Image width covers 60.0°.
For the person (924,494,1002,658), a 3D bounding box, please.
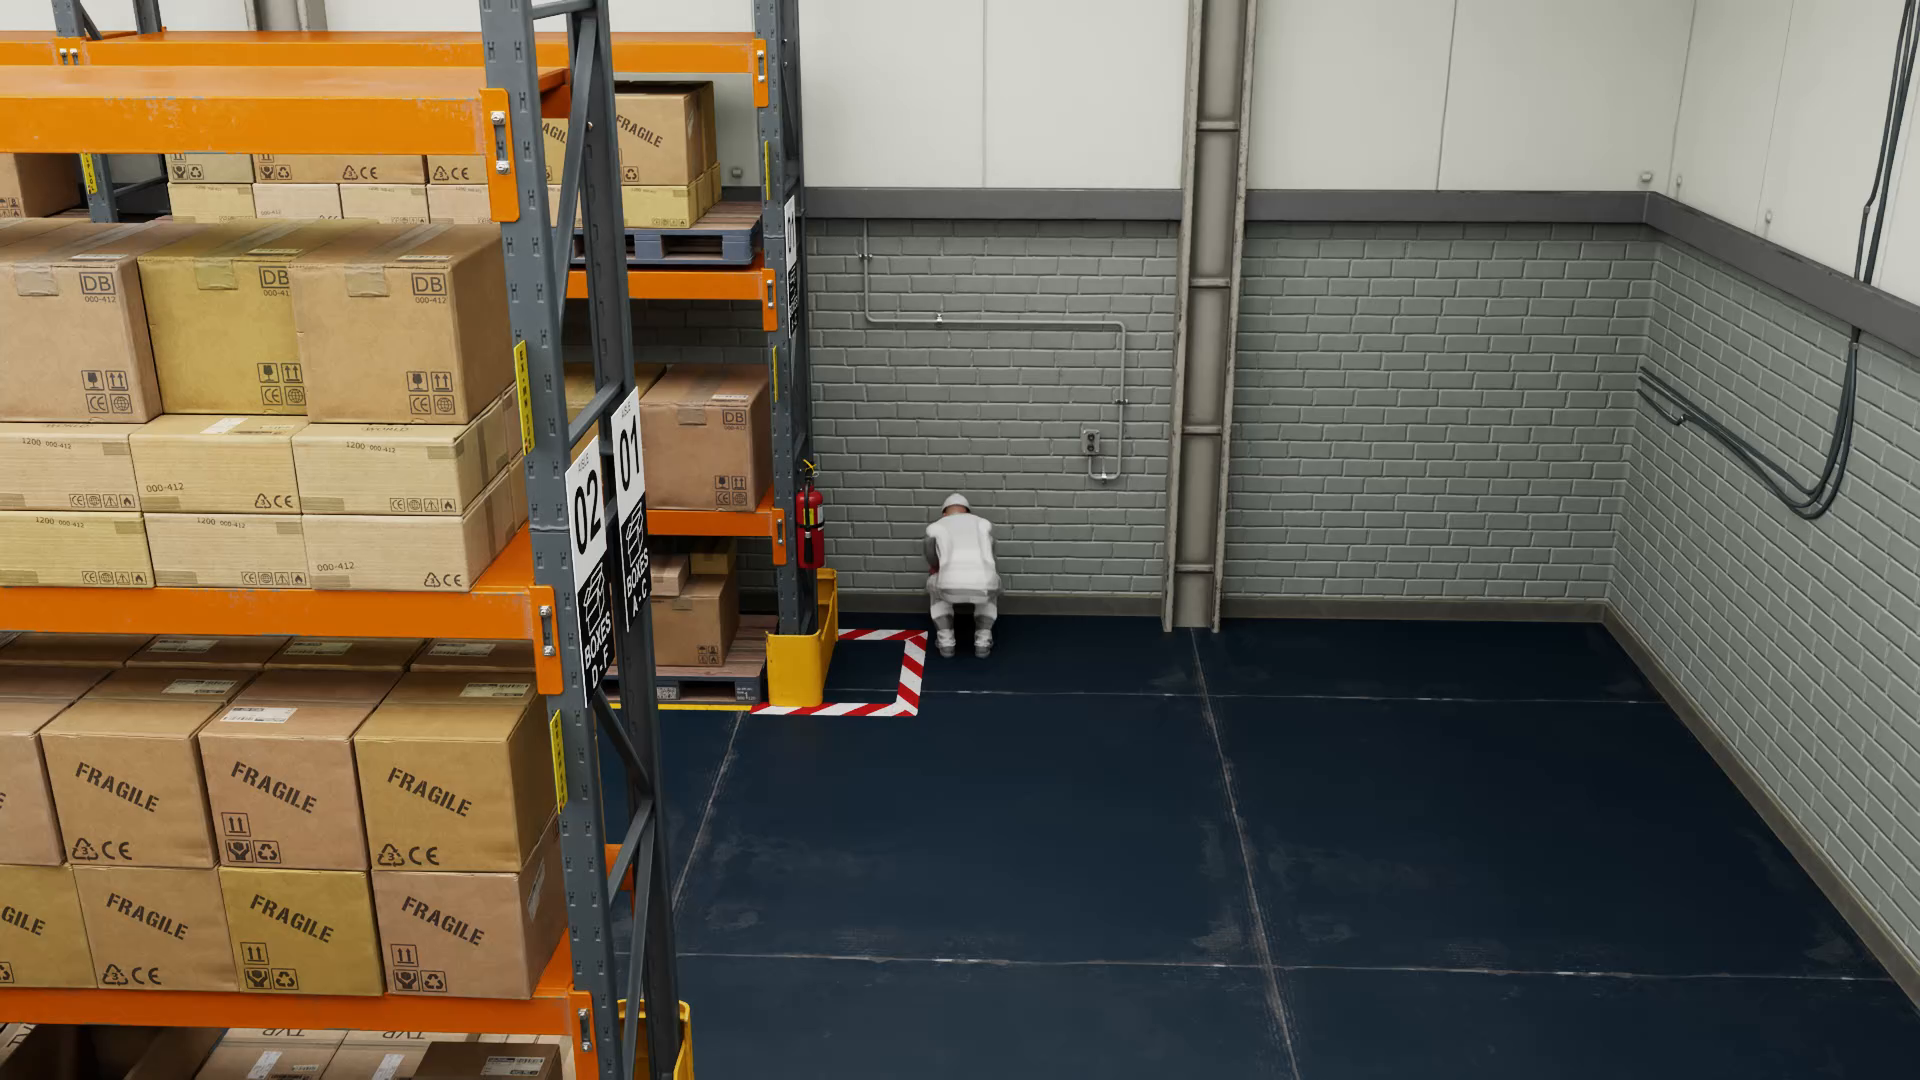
[{"bbox_3d":[0.020,0.254,11.526,0.539,0.981,0.937,-1,21,-2],"label":"person"}]
